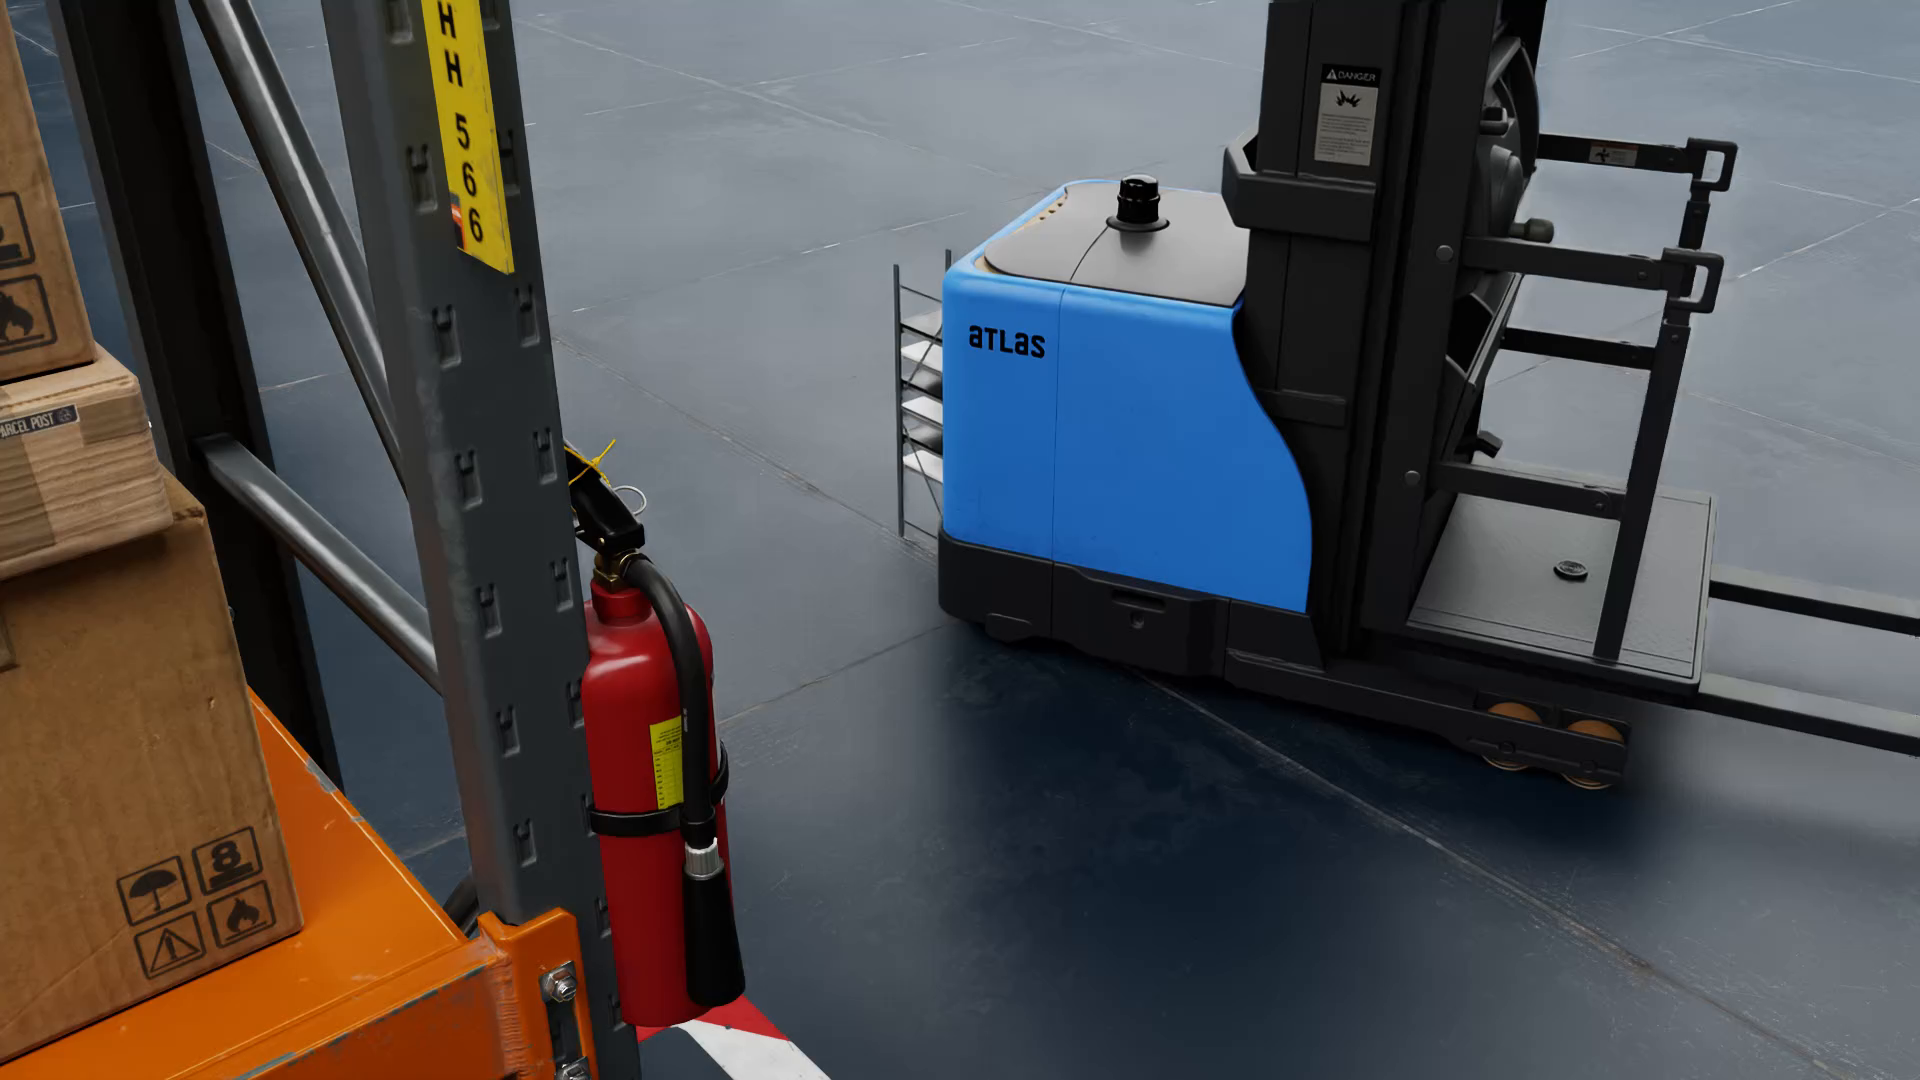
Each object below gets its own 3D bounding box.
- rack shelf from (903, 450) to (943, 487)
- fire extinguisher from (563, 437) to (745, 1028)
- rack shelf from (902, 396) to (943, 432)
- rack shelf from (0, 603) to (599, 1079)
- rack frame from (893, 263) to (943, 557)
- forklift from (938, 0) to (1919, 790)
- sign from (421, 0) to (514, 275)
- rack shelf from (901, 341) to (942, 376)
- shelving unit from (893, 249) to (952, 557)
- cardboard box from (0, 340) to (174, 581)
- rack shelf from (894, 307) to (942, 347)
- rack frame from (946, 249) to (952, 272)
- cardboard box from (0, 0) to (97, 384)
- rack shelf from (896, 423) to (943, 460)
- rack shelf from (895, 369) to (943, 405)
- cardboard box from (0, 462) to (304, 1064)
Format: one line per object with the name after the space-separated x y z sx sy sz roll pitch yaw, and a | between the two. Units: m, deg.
-0.037 -0.211 5.143 0.200 0.077 0.258 -23 36 -36 | rack shelf
-0.340 0.208 1.760 0.183 0.674 0.296 -22 35 -35 | fire extinguisher
-0.037 -0.370 5.058 0.200 0.077 0.258 -23 36 -36 | rack shelf
-2.253 0.973 1.010 4.000 0.370 1.077 -22 35 -35 | rack shelf
-0.112 -0.367 4.983 0.006 0.900 0.240 -23 36 -36 | rack frame
1.501 -0.964 3.944 3.031 2.935 1.130 12 30 21 | forklift
-0.390 -0.373 1.285 0.005 0.325 0.100 -22 35 -35 | sign
-0.037 -0.529 4.973 0.200 0.077 0.258 -23 36 -36 | rack shelf
-0.037 -0.399 5.043 0.210 0.900 0.258 -23 36 -36 | shelving unit
-0.899 -0.101 1.463 0.250 0.149 0.380 -23 35 -36 | cardboard box
-0.037 -0.608 4.931 0.200 0.077 0.258 -23 36 -36 | rack shelf
0.039 -0.431 5.103 0.006 0.900 0.240 -23 36 -36 | rack frame
-1.135 -0.418 1.367 0.500 0.500 0.700 -22 35 -35 | cardboard box
-0.037 -0.291 5.101 0.200 0.077 0.258 -23 36 -36 | rack shelf
-0.037 -0.449 5.016 0.200 0.077 0.258 -23 36 -36 | rack shelf
-1.095 0.138 1.703 0.500 0.500 0.700 -22 35 -35 | cardboard box
